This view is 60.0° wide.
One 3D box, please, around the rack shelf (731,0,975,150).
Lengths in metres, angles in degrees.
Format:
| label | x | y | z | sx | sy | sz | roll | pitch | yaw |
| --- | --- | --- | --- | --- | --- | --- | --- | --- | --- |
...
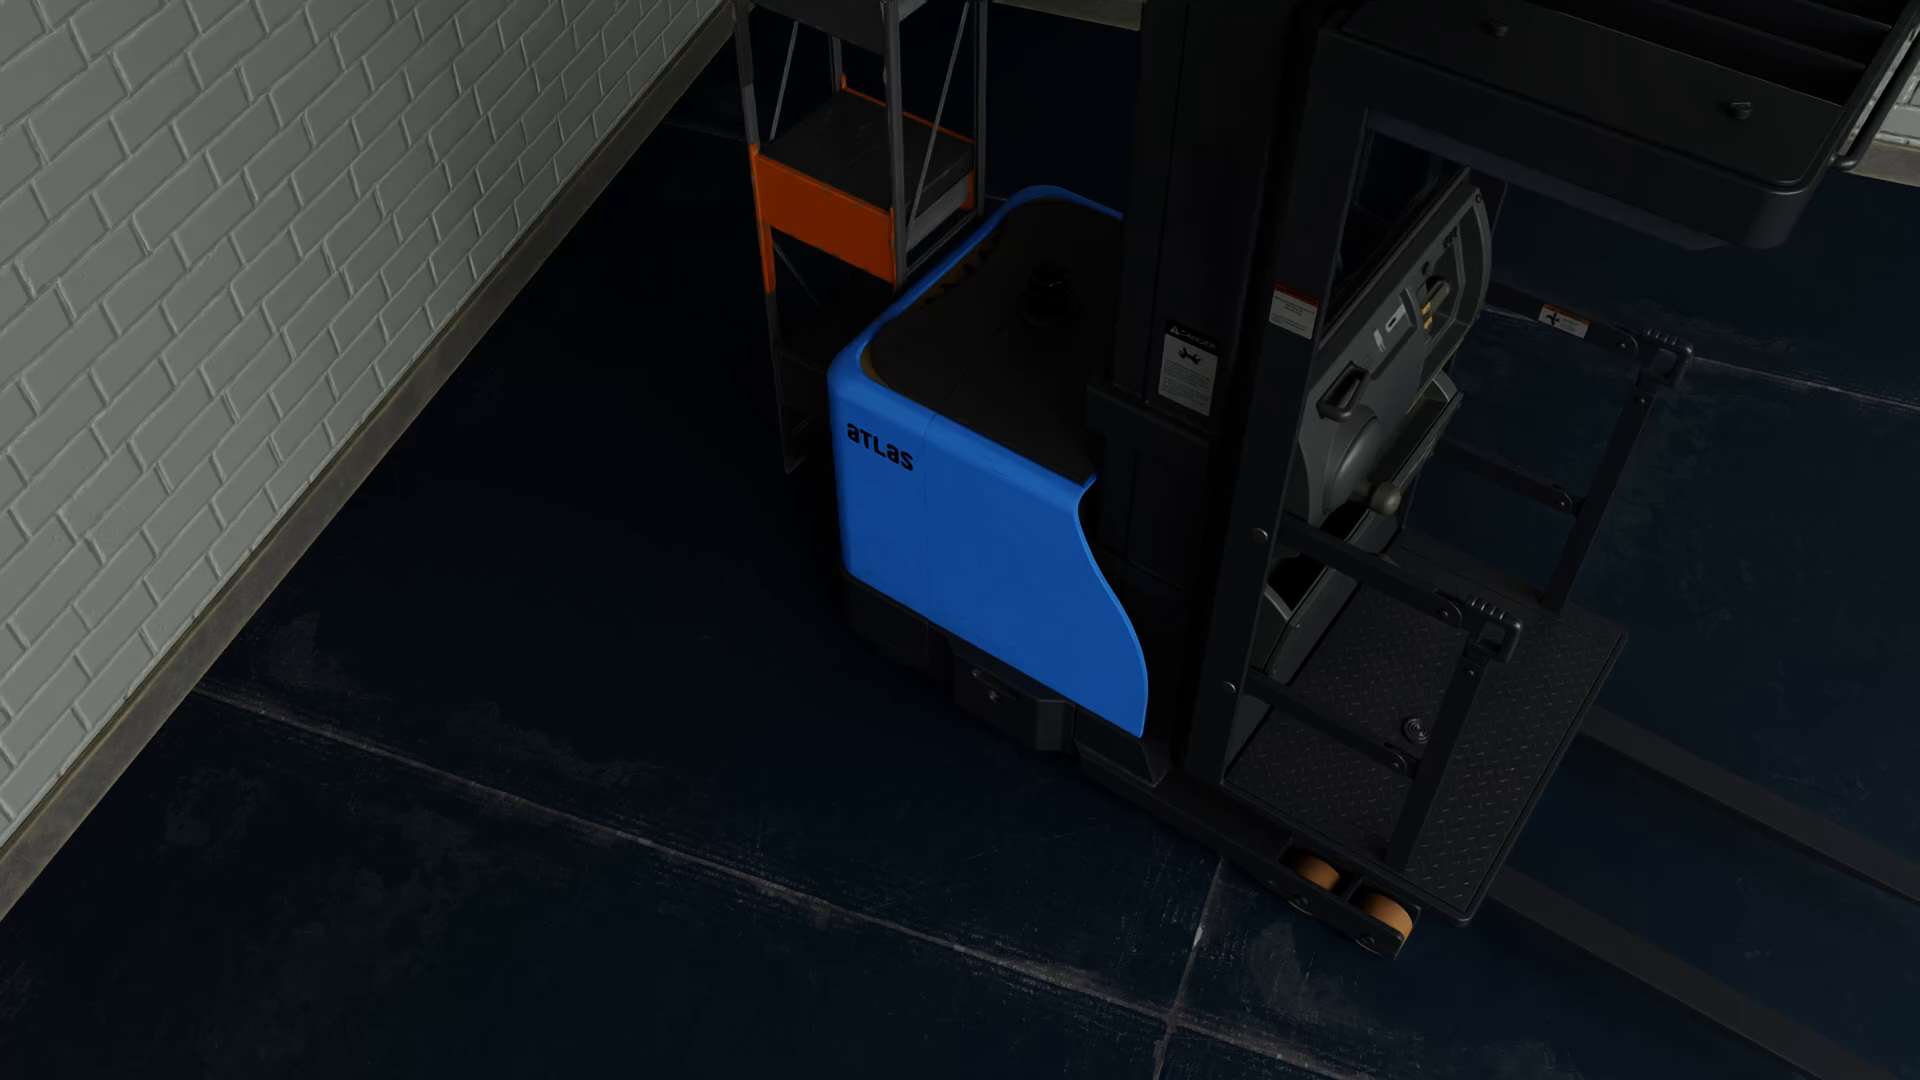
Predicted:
| label | x | y | z | sx | sy | sz | roll | pitch | yaw |
| --- | --- | --- | --- | --- | --- | --- | --- | --- | --- |
| rack shelf | -0.251 | -1.370 | 4.139 | 0.480 | 0.518 | 0.431 | 28 | 55 | 22 |

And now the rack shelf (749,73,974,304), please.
| label | x | y | z | sx | sy | sz | roll | pitch | yaw |
| --- | --- | --- | --- | --- | --- | --- | --- | --- | --- |
| rack shelf | -0.251 | -0.911 | 4.668 | 0.480 | 0.518 | 0.431 | 28 | 55 | 22 |

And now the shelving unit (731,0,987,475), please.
| label | x | y | z | sx | sy | sz | roll | pitch | yaw |
| --- | --- | --- | --- | --- | --- | --- | --- | --- | --- |
| shelving unit | -0.251 | -0.920 | 4.658 | 0.503 | 2.100 | 0.431 | 28 | 55 | 22 |

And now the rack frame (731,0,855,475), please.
| label | x | y | z | sx | sy | sz | roll | pitch | yaw |
| --- | --- | --- | --- | --- | --- | --- | --- | --- | --- |
| rack frame | -0.450 | -1.027 | 4.750 | 0.015 | 2.100 | 0.400 | 28 | 55 | 22 |

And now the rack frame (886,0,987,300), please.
| label | x | y | z | sx | sy | sz | roll | pitch | yaw |
| --- | --- | --- | --- | --- | --- | --- | --- | --- | --- |
| rack frame | -0.052 | -0.813 | 4.565 | 0.015 | 2.100 | 0.400 | 28 | 55 | 22 |

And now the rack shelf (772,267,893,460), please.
| label | x | y | z | sx | sy | sz | roll | pitch | yaw |
| --- | --- | --- | --- | --- | --- | --- | --- | --- | --- |
| rack shelf | -0.251 | -0.453 | 5.197 | 0.480 | 0.518 | 0.431 | 28 | 55 | 22 |

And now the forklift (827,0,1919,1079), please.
| label | x | y | z | sx | sy | sz | roll | pitch | yaw |
| --- | --- | --- | --- | --- | --- | --- | --- | --- | --- |
| forklift | 1.140 | -0.349 | 3.613 | 3.031 | 2.935 | 1.130 | 28 | 55 | 22 |
